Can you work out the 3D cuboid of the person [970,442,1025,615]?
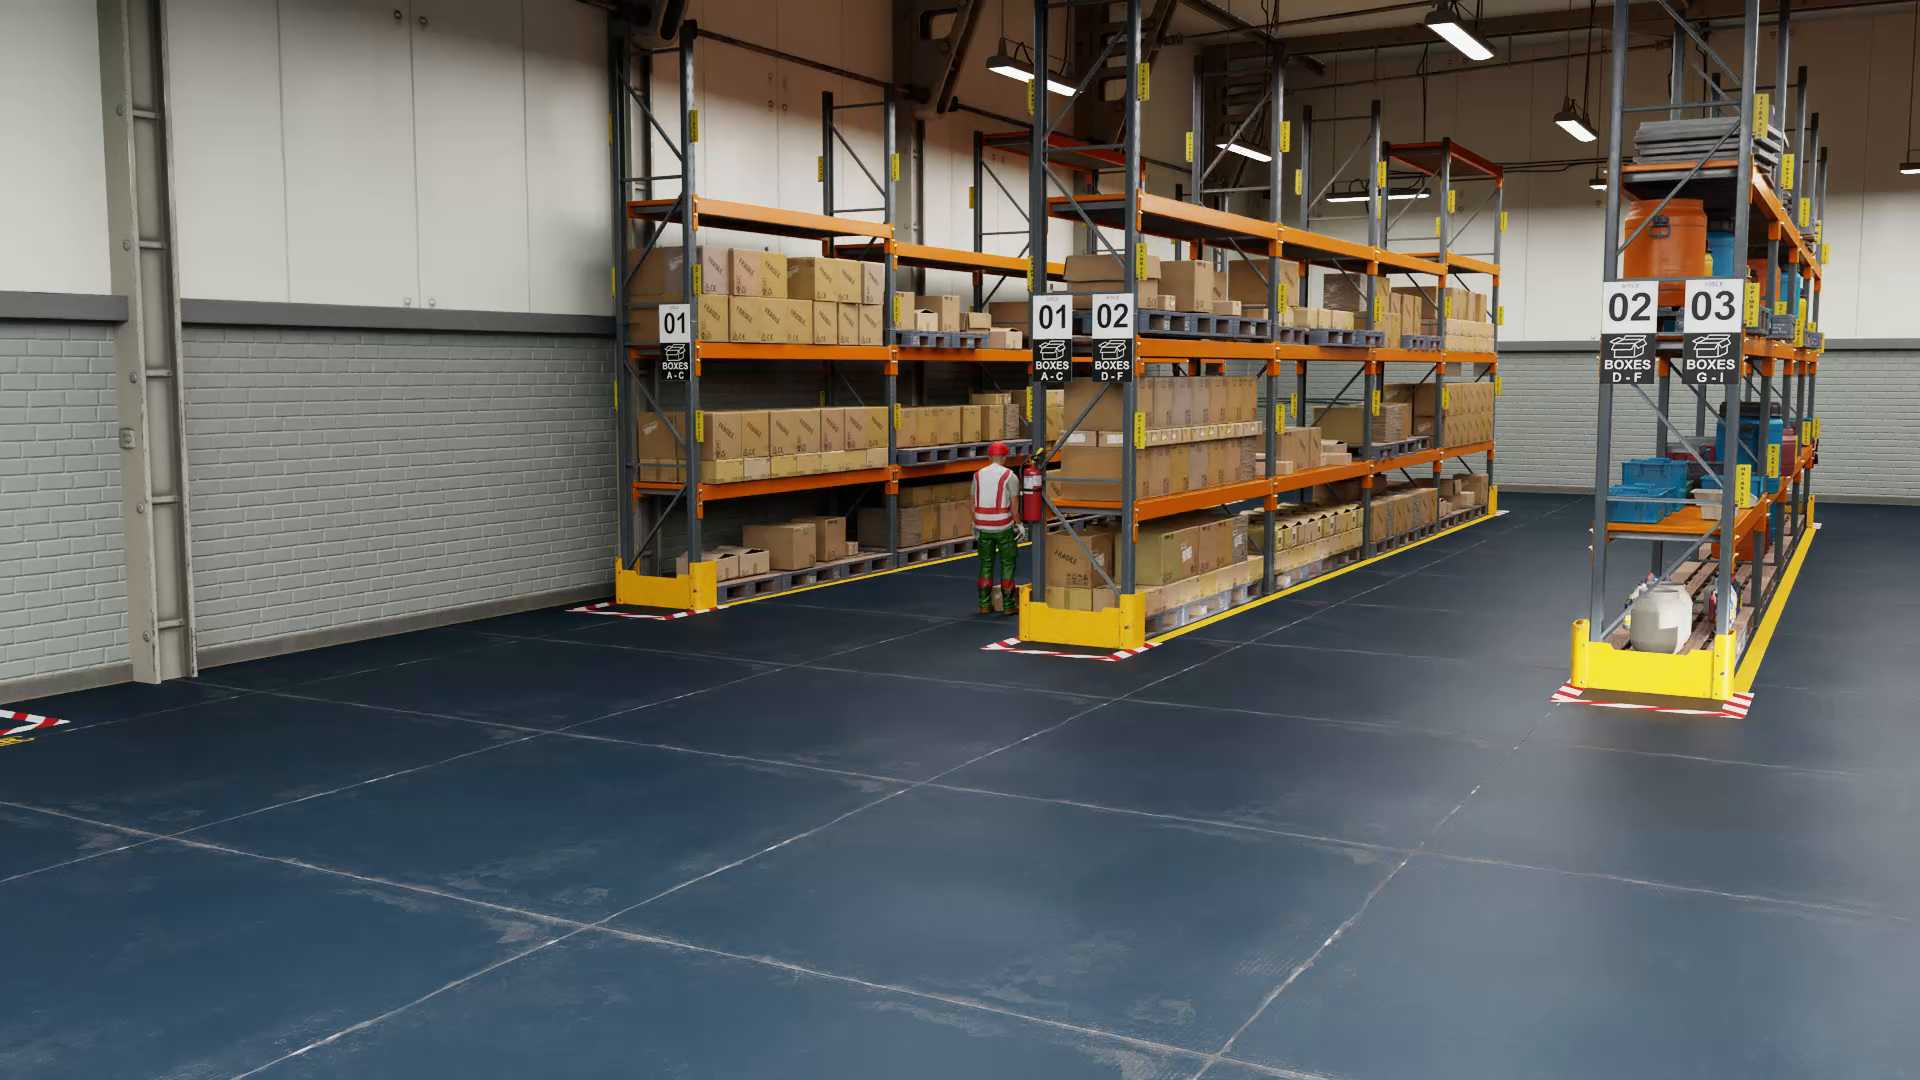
[{"bbox_3d":[0.388,-0.128,17.247,0.610,1.780,0.448,3,7,29],"label":"person"}]
